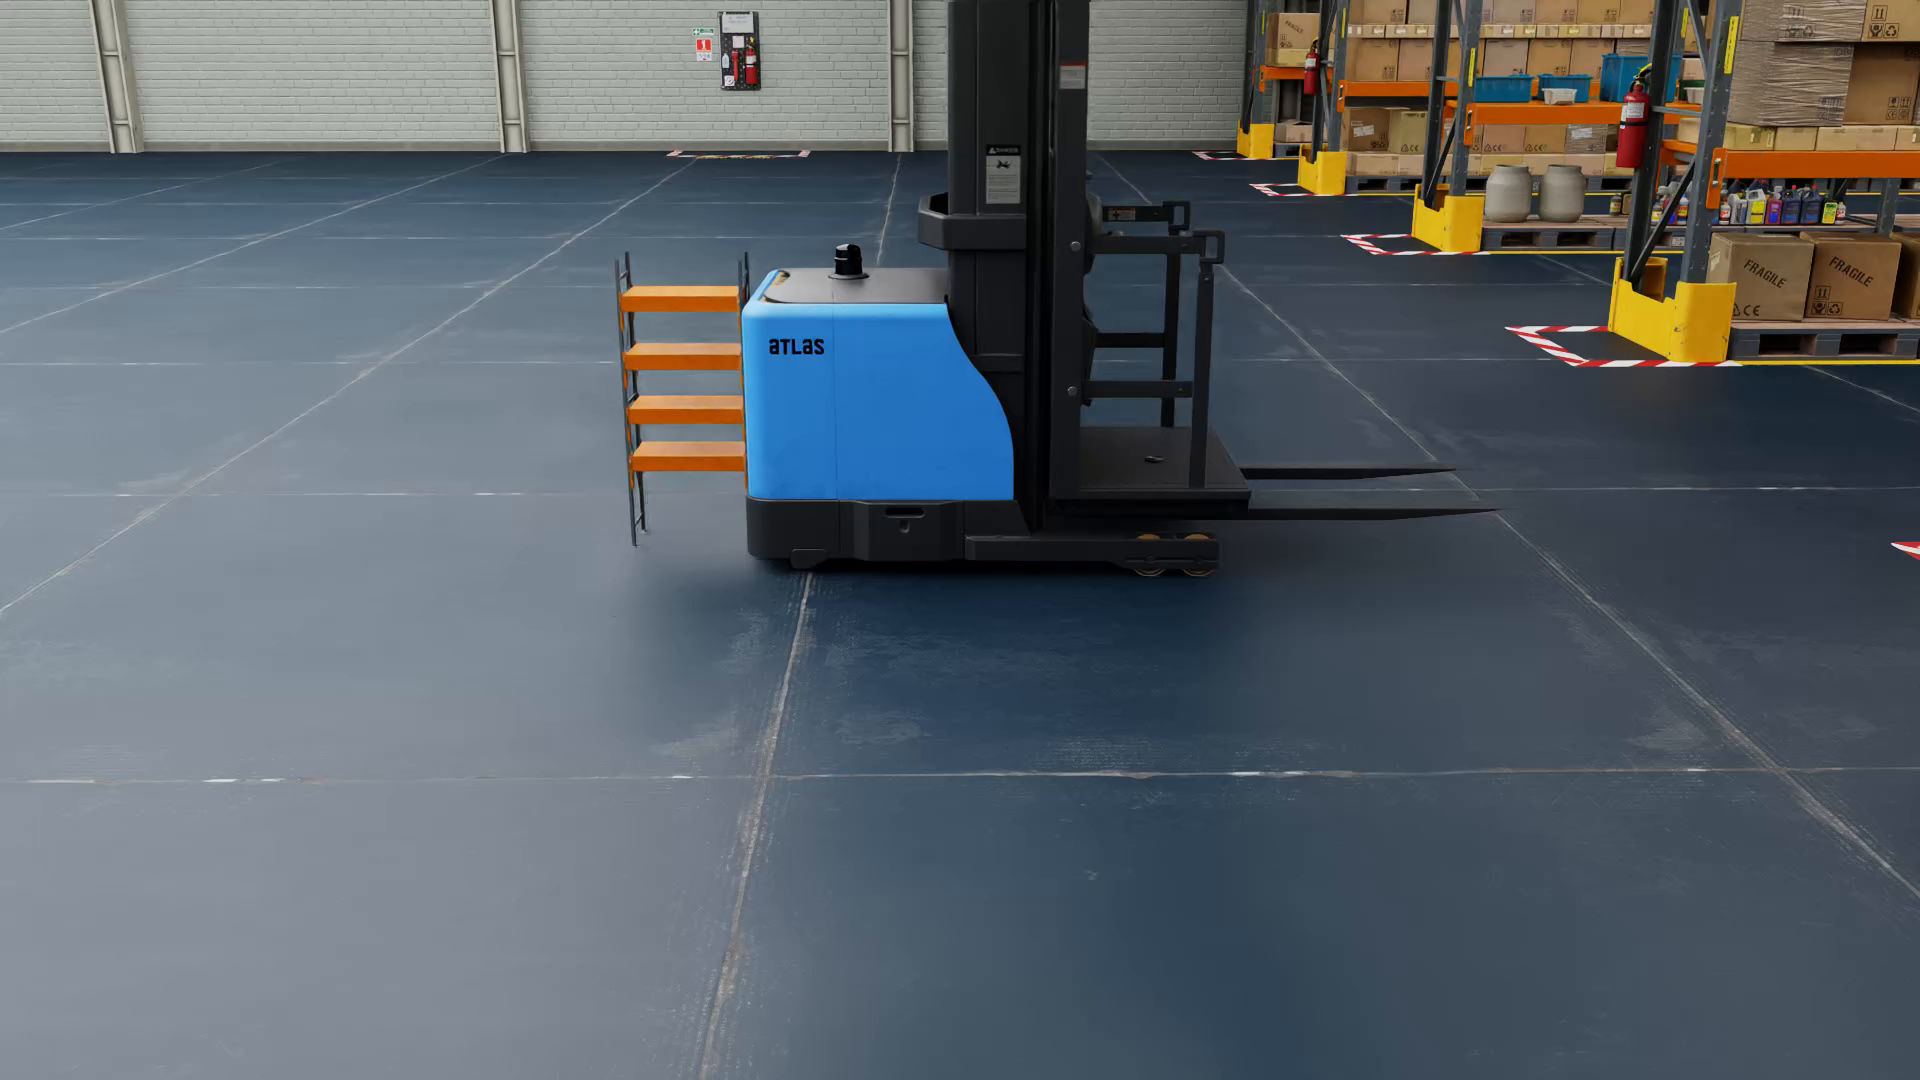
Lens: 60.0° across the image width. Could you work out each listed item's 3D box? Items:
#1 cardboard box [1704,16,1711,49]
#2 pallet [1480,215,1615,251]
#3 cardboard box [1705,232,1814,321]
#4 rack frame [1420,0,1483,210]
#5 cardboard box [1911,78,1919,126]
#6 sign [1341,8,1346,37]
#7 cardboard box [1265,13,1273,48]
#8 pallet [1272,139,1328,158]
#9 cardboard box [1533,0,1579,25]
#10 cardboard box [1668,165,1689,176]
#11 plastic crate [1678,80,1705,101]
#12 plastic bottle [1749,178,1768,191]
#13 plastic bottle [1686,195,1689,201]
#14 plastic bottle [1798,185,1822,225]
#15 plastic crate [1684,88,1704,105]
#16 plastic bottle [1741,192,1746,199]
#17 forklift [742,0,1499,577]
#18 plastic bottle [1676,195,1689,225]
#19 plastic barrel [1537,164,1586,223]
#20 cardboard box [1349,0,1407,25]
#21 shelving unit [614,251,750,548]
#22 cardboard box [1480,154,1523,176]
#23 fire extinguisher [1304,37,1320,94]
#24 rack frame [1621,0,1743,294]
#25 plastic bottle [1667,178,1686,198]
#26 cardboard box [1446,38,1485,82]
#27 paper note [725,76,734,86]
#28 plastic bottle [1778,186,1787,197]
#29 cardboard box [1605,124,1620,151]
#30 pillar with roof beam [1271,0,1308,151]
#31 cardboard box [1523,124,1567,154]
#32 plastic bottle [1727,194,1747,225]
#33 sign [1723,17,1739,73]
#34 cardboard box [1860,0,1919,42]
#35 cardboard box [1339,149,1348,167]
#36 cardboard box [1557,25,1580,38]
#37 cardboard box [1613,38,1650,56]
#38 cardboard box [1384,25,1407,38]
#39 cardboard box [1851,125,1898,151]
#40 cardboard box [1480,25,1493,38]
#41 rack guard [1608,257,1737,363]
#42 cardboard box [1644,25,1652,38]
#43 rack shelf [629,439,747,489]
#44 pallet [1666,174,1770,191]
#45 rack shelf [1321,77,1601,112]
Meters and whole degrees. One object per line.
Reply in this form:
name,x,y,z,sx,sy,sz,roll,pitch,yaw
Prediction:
cardboard box,11.365,-7.550,24.790,0.500,0.500,0.700,-2,18,-6
pallet,5.438,-2.934,15.850,1.213,0.211,1.003,0,18,-1
cardboard box,5.253,-1.740,10.966,0.500,0.500,0.500,3,18,9
rack frame,4.550,-4.245,15.371,0.127,3.000,1.000,0,18,-1
cardboard box,6.178,-2.944,10.665,0.500,0.500,0.875,0,18,-1
sign,4.479,-6.038,19.414,0.005,0.325,0.100,0,18,-1
cardboard box,4.862,-7.633,24.918,0.500,0.500,0.500,0,18,-1
pallet,5.283,-5.937,25.209,1.213,0.211,1.003,0,18,-1
cardboard box,7.026,-6.434,19.905,0.500,0.500,0.700,0,18,-1
cardboard box,8.883,-4.594,20.273,0.500,0.250,0.500,-1,18,-2
plastic crate,7.188,-4.243,15.711,0.662,0.188,0.450,0,18,-1
plastic bottle,7.736,-3.335,16.151,0.185,0.351,0.144,0,18,1
plastic bottle,6.982,-3.224,16.048,0.097,0.201,0.097,0,18,0
plastic bottle,7.911,-3.122,15.484,0.185,0.351,0.144,-1,18,-2
plastic crate,6.930,-4.054,15.205,0.437,0.136,0.530,0,18,-1
plastic bottle,7.368,-3.118,15.584,0.133,0.283,0.061,0,18,-1
forklift,0.663,-1.412,6.652,3.031,2.935,1.130,0,18,0
plastic bottle,6.711,-3.071,15.456,0.097,0.271,0.097,0,18,0
plastic barrel,5.709,-3.289,15.777,0.421,0.512,0.421,0,18,0
cardboard box,4.996,-6.422,19.869,0.500,0.500,0.700,0,18,-1
shelving unit,-1.117,-0.573,6.870,0.503,1.200,0.258,0,18,0
cardboard box,6.516,-4.590,20.260,0.500,0.250,0.500,0,18,-1
fire extinguisher,4.351,-5.863,20.539,0.183,0.674,0.296,0,18,-1
rack frame,4.629,-2.733,10.655,0.127,3.000,1.000,0,18,-1
plastic bottle,6.937,-3.332,16.139,0.185,0.351,0.144,0,18,1
cardboard box,5.965,-5.809,20.081,0.500,0.500,0.700,0,18,0
paper note,-3.569,-7.110,25.744,0.142,0.148,0.016,0,18,-1
plastic bottle,7.904,-3.270,16.059,0.133,0.283,0.061,0,18,-1
cardboard box,8.007,-5.119,20.679,0.500,0.500,0.500,0,18,-1
pillar with roof beam,5.148,-9.080,20.622,0.400,9.000,9.100,0,18,-1
cardboard box,7.015,-4.954,20.166,0.500,0.500,0.500,0,18,-1
plastic bottle,7.233,-3.084,15.489,0.135,0.276,0.152,0,18,0
sign,4.637,-2.979,10.006,0.005,0.325,0.100,0,18,-1
cardboard box,5.683,-3.318,10.191,0.500,0.500,0.500,0,18,-1
cardboard box,5.008,-4.742,20.732,0.500,0.250,0.500,0,18,-1
cardboard box,7.190,-6.063,19.811,0.250,0.149,0.380,0,18,-1
cardboard box,8.032,-5.821,20.119,0.500,0.500,0.700,-1,18,-2
cardboard box,5.136,-6.053,19.780,0.250,0.149,0.380,-1,18,-2
cardboard box,5.668,-2.541,10.469,0.250,0.149,0.380,0,18,-1
cardboard box,6.159,-6.058,19.795,0.250,0.149,0.380,-1,18,-2
rack guard,4.705,-1.543,11.038,0.348,0.500,1.175,0,18,-1
cardboard box,8.207,-6.067,19.824,0.250,0.149,0.380,0,18,-1
rack shelf,-1.117,-0.320,6.951,0.480,0.148,0.258,0,18,0
pallet,9.212,-4.465,20.621,1.213,0.211,1.003,0,18,-1
rack shelf,6.476,-5.425,20.227,4.000,0.370,1.077,0,18,-1
